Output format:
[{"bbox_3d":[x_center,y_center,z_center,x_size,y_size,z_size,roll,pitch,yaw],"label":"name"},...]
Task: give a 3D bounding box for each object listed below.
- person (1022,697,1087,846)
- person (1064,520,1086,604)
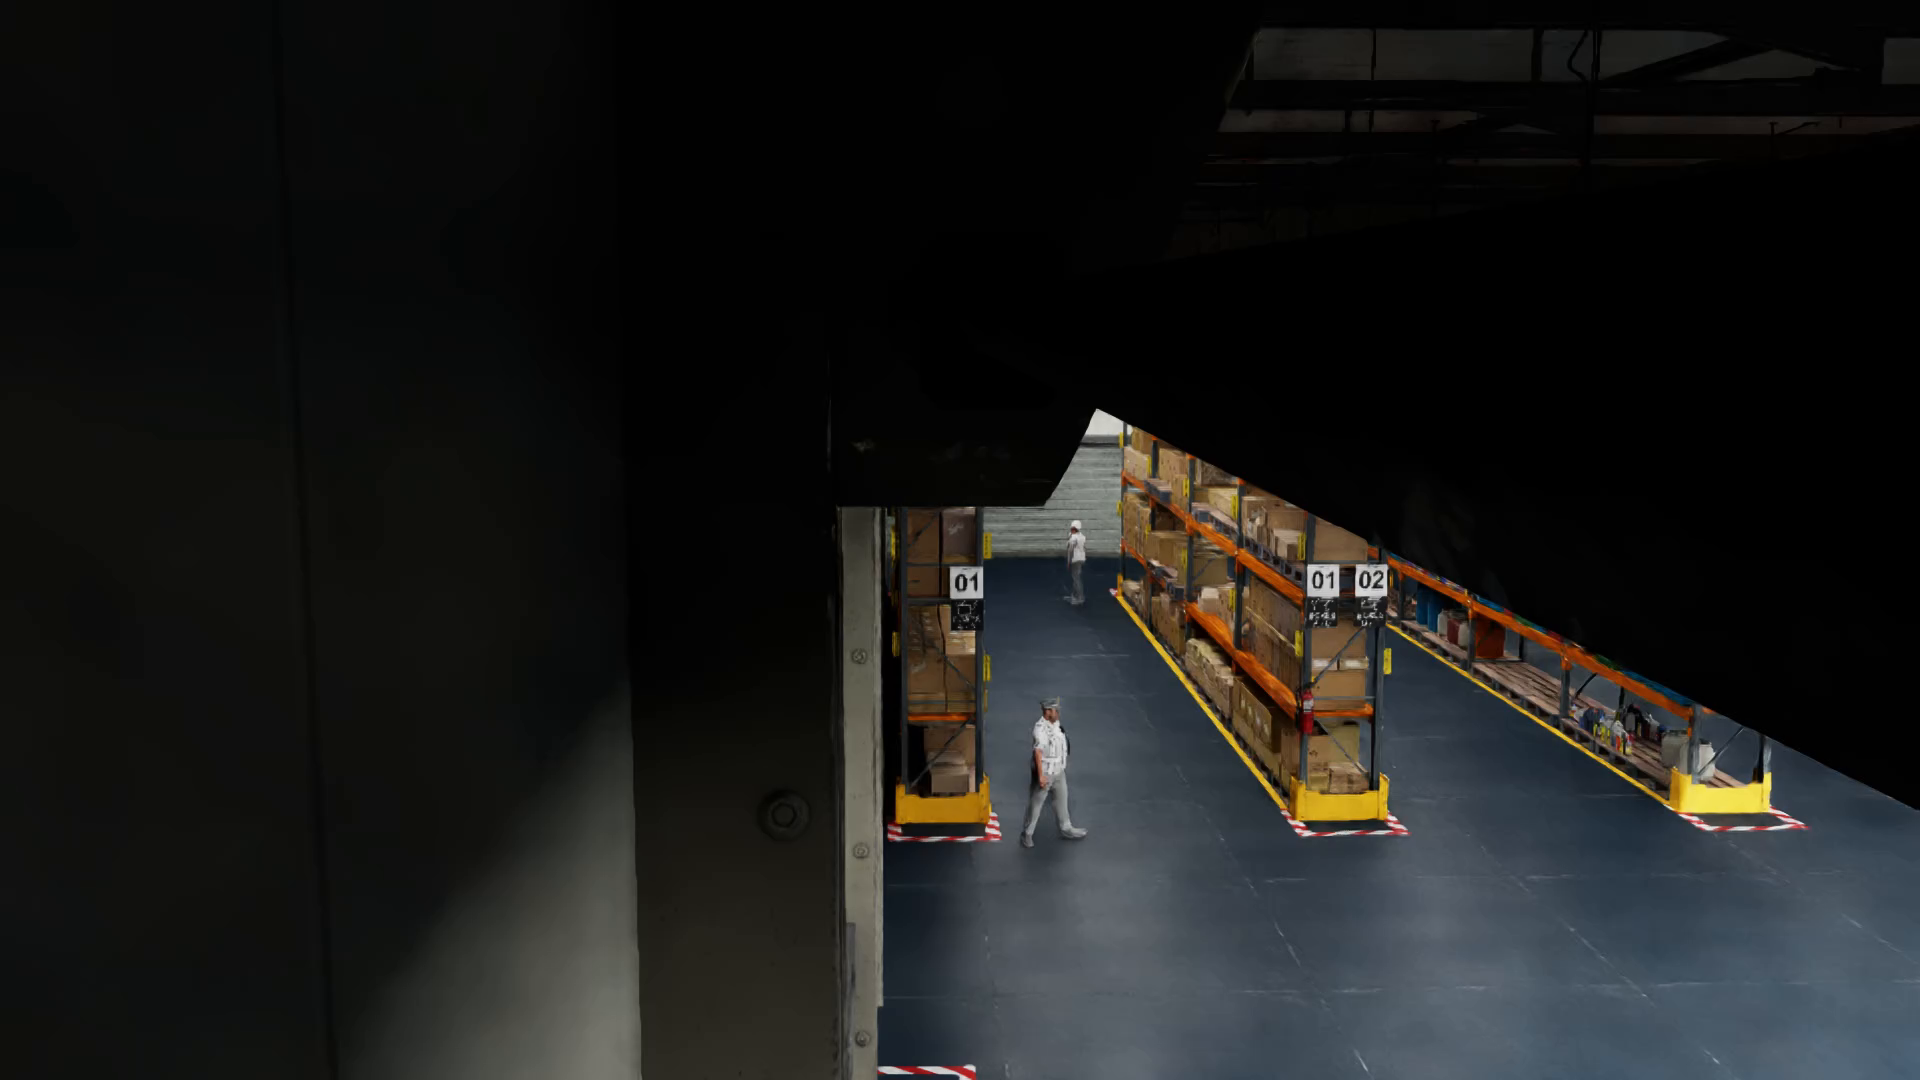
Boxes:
[{"bbox_3d":[1.077,2.700,19.669,0.586,1.753,0.769,6,10,35],"label":"person"},{"bbox_3d":[2.453,0.449,35.542,0.576,1.768,0.626,4,9,28],"label":"person"}]
